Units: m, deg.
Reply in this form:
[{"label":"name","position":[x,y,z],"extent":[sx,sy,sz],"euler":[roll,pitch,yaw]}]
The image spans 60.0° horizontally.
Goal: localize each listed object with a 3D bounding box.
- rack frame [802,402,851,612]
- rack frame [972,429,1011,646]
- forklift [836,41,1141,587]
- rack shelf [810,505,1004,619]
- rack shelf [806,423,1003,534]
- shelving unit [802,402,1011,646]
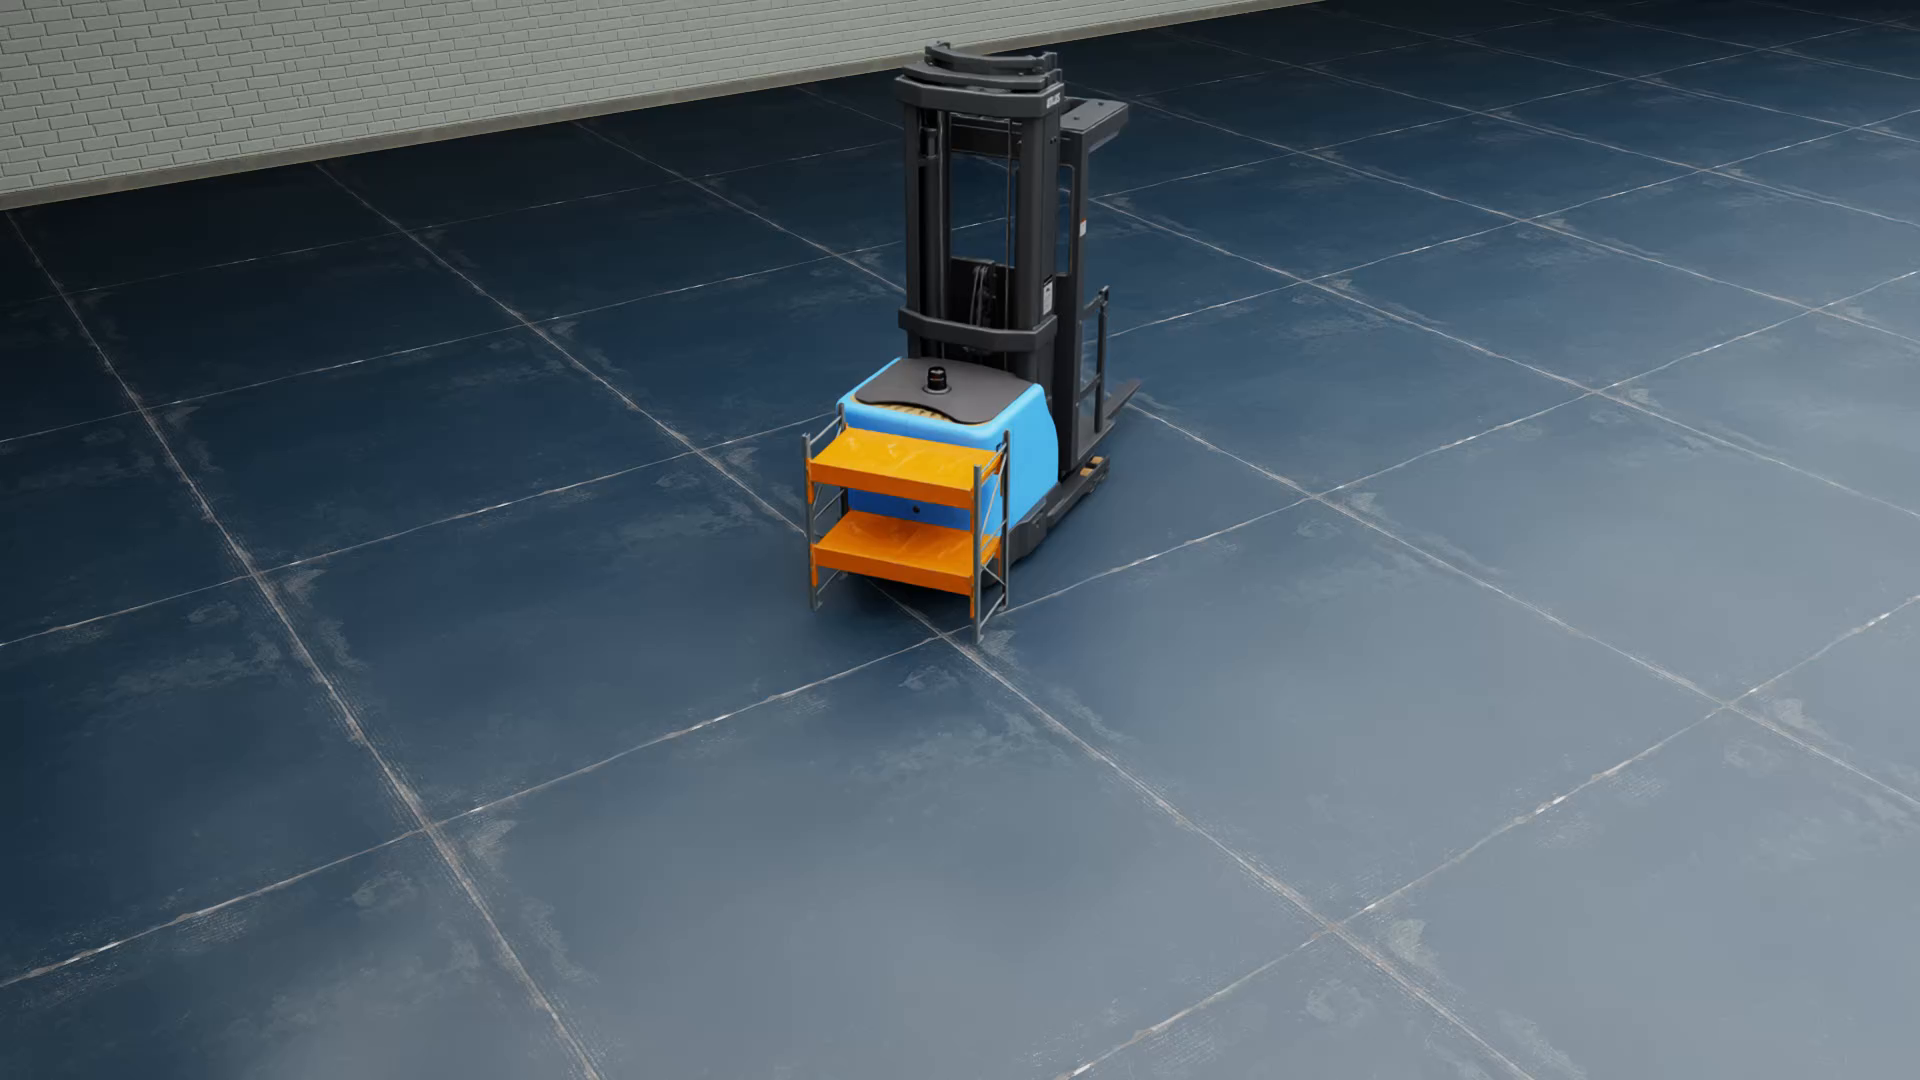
[{"label":"rack frame","position":[-0.769,-0.187,9.643],"extent":[0.032,1.125,0.500],"euler":[11,30,19]},{"label":"rack frame","position":[0.177,-0.010,9.316],"extent":[0.032,1.125,0.500],"euler":[11,30,19]},{"label":"forklift","position":[0.358,-1.685,10.509],"extent":[1.130,2.935,3.031],"euler":[13,31,23]},{"label":"rack shelf","position":[-0.296,0.116,9.596],"extent":[1.000,0.278,0.538],"euler":[11,30,19]},{"label":"rack shelf","position":[-0.296,-0.356,9.340],"extent":[1.000,0.278,0.538],"euler":[11,30,19]},{"label":"shelving unit","position":[-0.296,-0.098,9.479],"extent":[1.048,1.125,0.538],"euler":[11,30,19]}]
